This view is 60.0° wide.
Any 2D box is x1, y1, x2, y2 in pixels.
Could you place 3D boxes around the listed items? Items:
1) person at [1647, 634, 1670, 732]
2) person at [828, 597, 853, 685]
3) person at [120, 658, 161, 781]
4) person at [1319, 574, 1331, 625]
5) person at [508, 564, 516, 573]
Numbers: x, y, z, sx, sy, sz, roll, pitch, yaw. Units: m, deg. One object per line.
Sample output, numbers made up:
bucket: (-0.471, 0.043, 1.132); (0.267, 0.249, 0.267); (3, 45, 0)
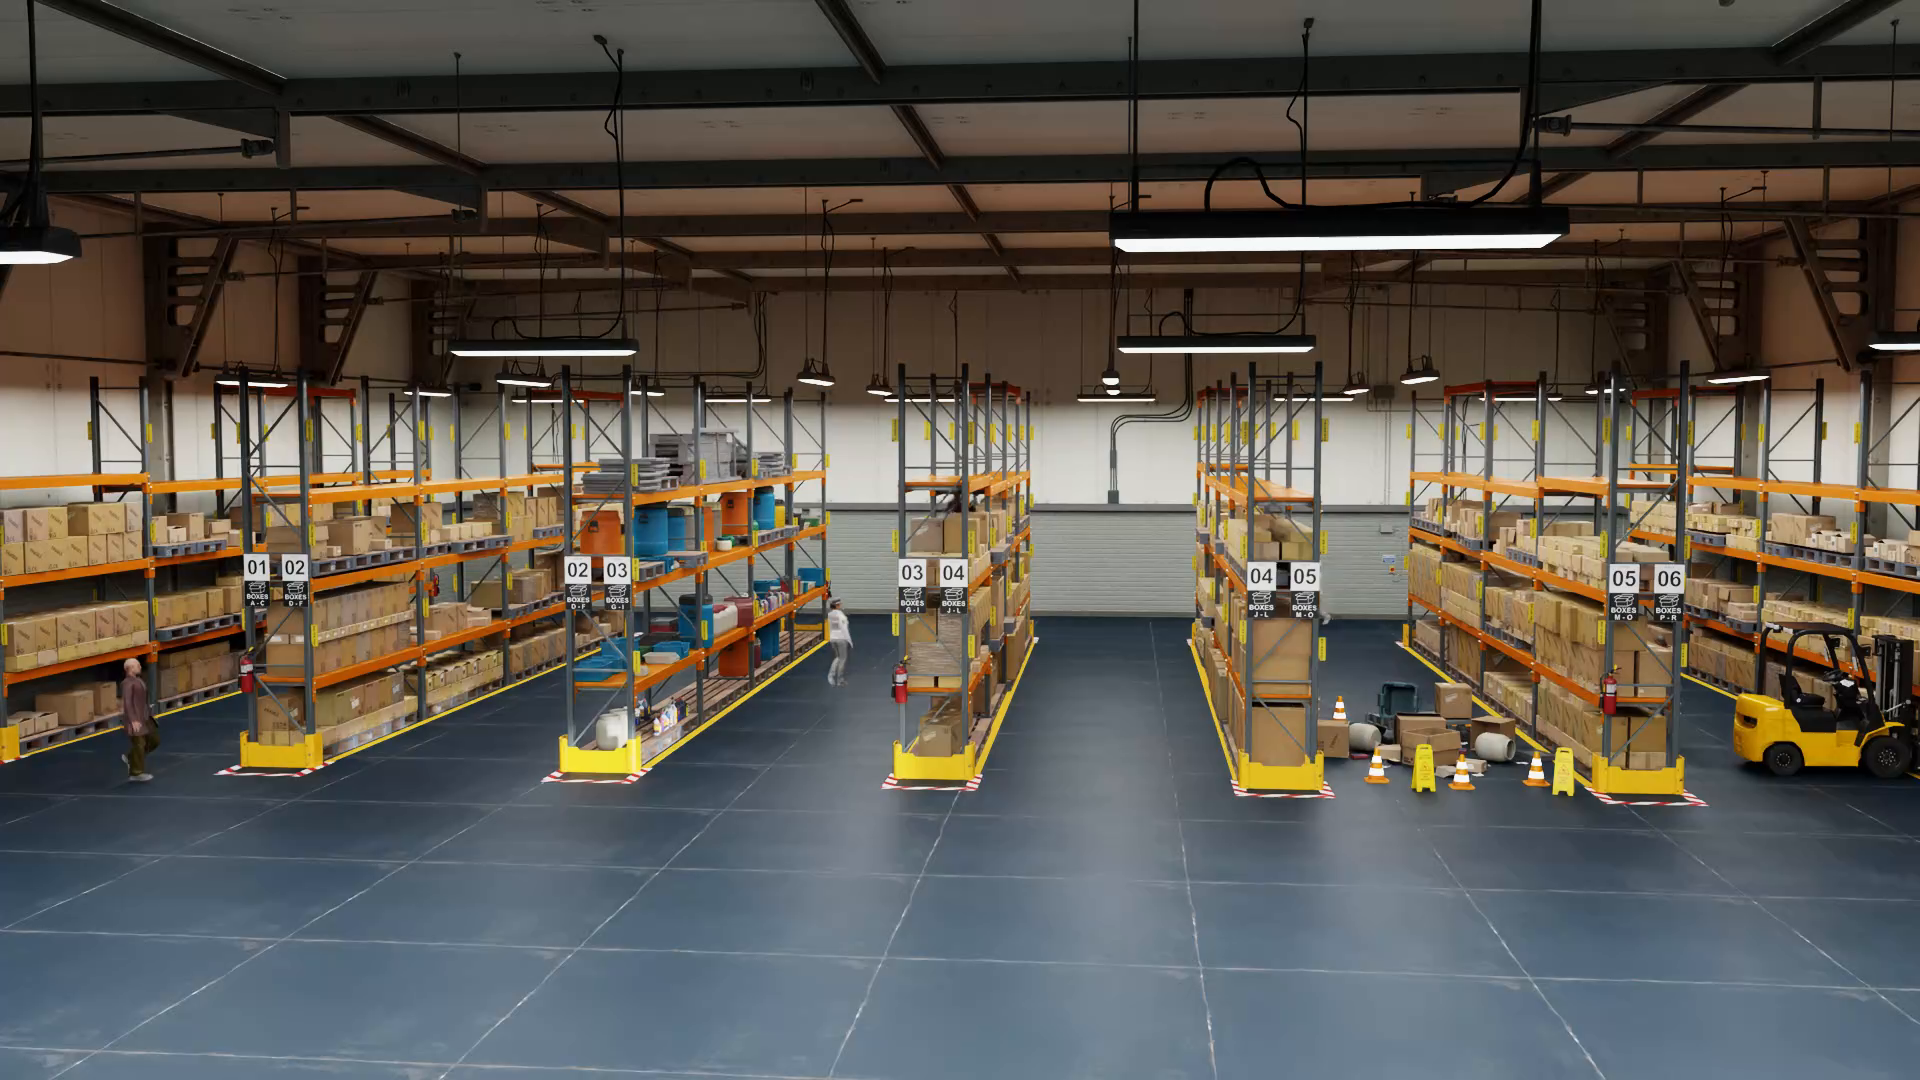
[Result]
person: (11.639, 2.406, 27.780); (0.477, 1.646, 0.438); (-2, 4, -33)
person: (-2.229, 1.885, 31.013); (0.430, 1.673, 0.515); (-4, 5, -45)
person: (-11.818, 2.570, 23.839); (0.531, 1.760, 0.594); (0, 4, 5)
person: (9.102, 1.377, 42.824); (0.886, 1.730, 0.576); (0, 4, -5)
person: (-11.605, 1.425, 42.896); (0.907, 1.626, 0.514); (1, 4, 19)
